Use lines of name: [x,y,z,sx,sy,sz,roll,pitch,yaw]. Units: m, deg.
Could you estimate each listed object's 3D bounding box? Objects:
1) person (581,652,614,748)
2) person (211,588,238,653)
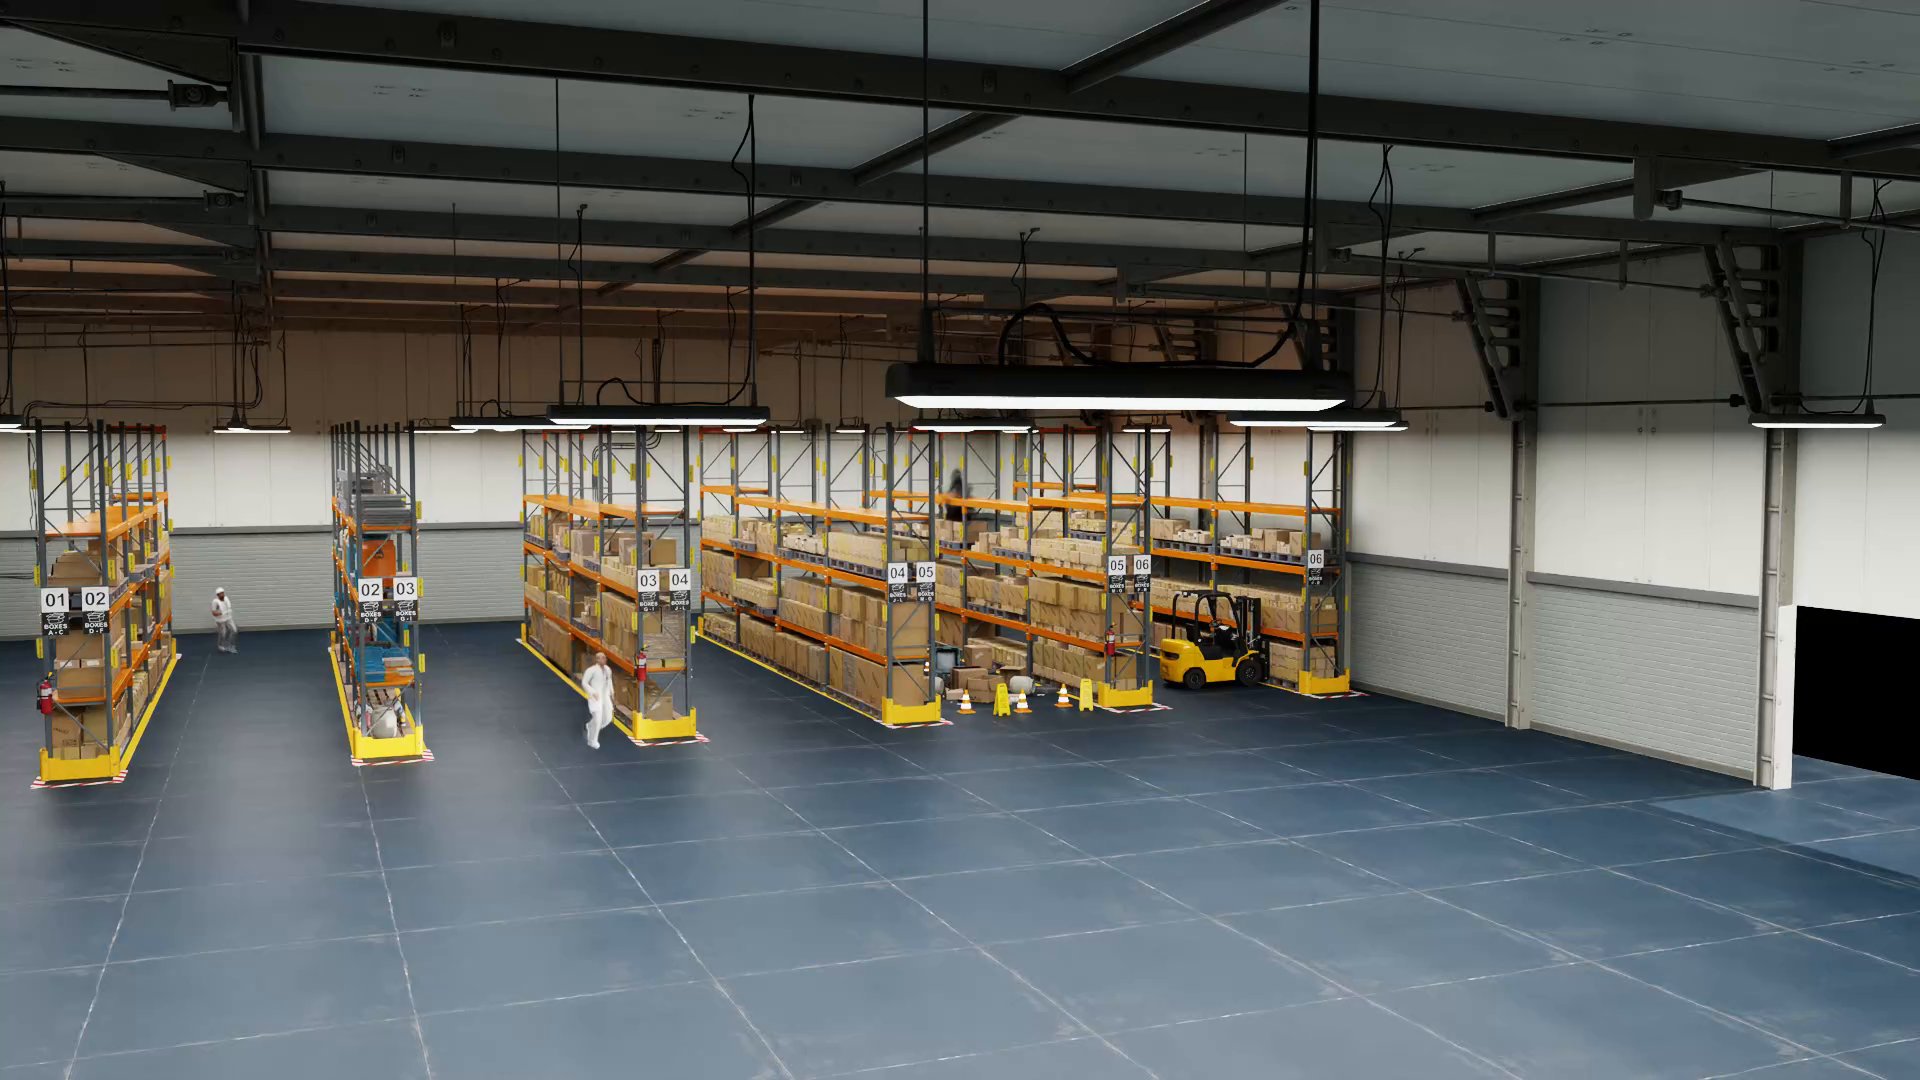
person: [-6.684,2.949,30.787,0.611,1.736,0.770,3,5,38]
person: [-19.379,2.138,43.651,0.676,1.800,0.732,2,4,26]
